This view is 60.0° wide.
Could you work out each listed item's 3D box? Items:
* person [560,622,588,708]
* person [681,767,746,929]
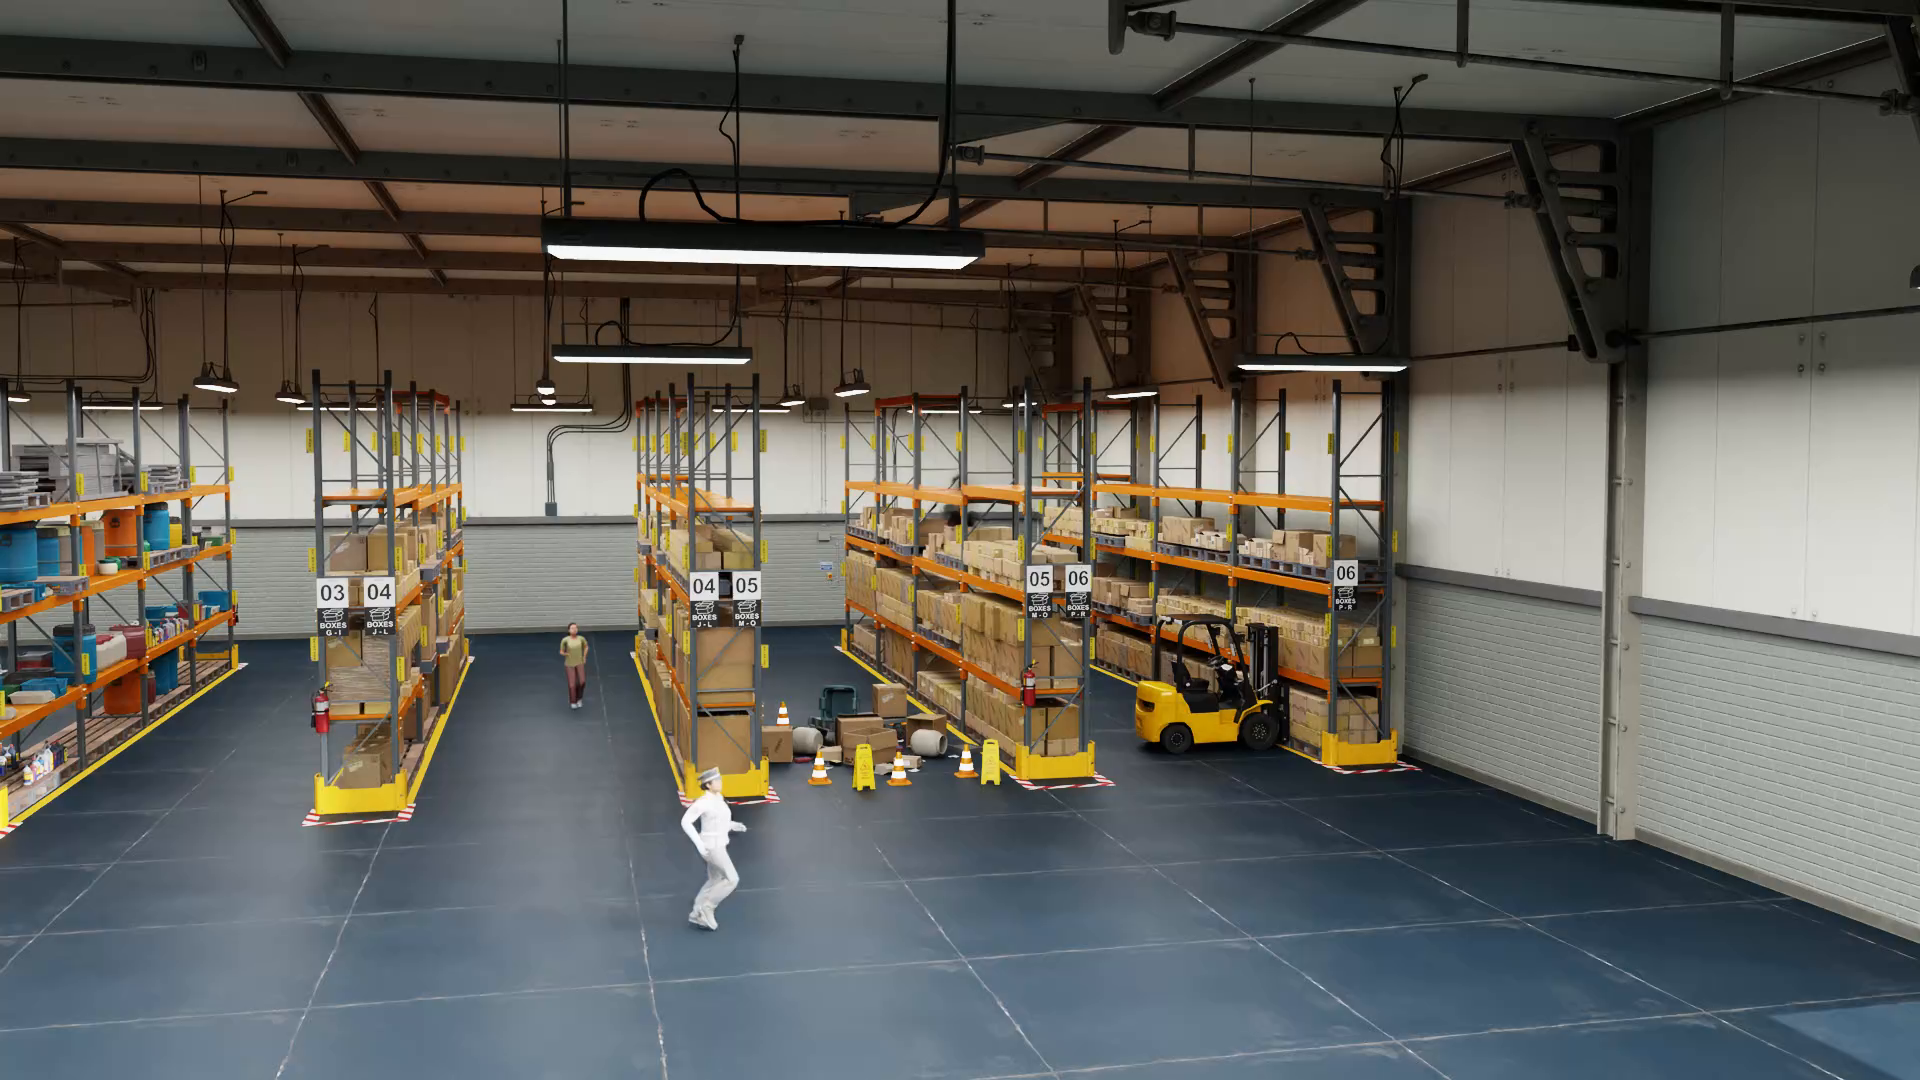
[{"bbox_3d":[-7.239,2.365,31.288,0.559,1.629,0.583,-1,4,-21],"label":"person"},{"bbox_3d":[-2.497,3.160,17.130,0.620,1.660,0.548,1,3,11],"label":"person"}]
